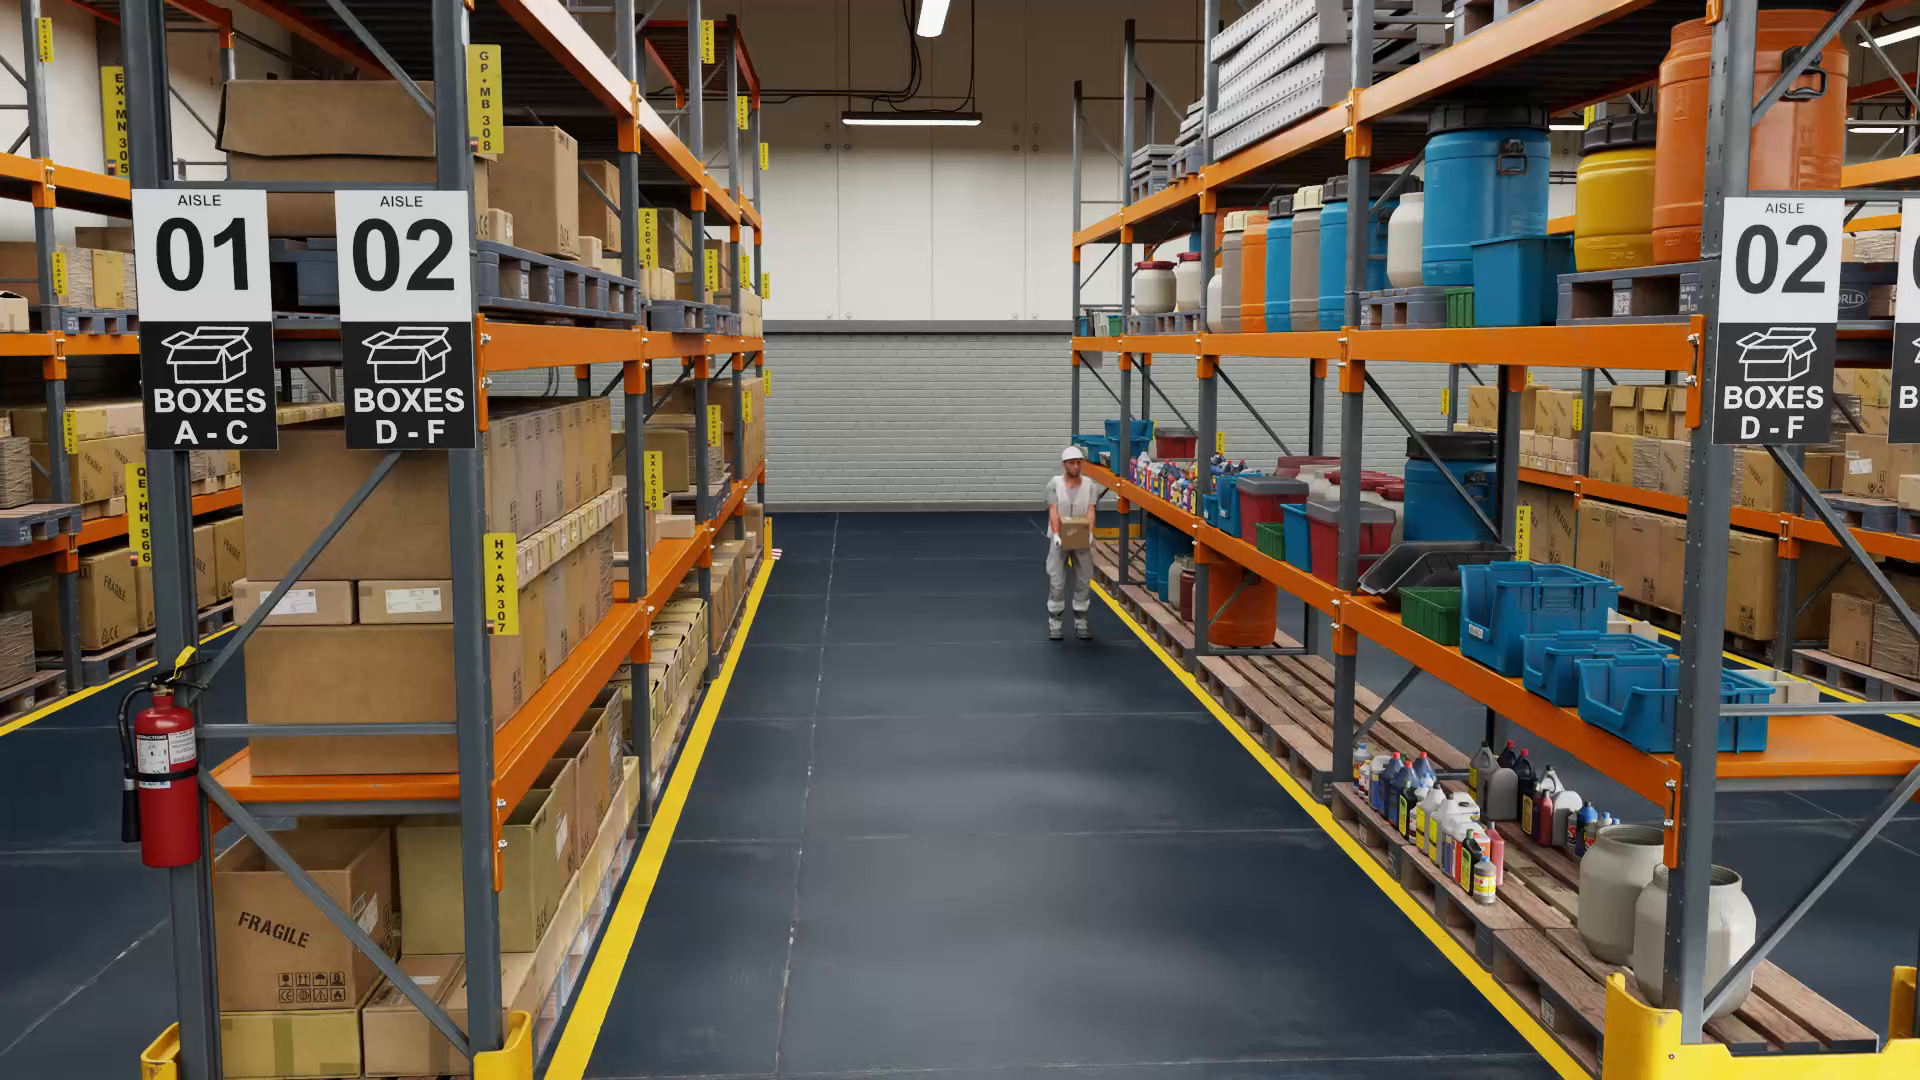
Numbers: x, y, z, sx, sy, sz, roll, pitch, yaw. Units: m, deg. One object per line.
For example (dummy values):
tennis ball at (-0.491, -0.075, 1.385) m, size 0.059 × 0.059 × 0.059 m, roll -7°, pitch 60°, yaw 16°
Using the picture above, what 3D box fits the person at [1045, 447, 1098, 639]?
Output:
person at (1.039, 0.034, 15.361) m, size 0.495 × 1.784 × 0.560 m, roll -1°, pitch 7°, yaw -5°
